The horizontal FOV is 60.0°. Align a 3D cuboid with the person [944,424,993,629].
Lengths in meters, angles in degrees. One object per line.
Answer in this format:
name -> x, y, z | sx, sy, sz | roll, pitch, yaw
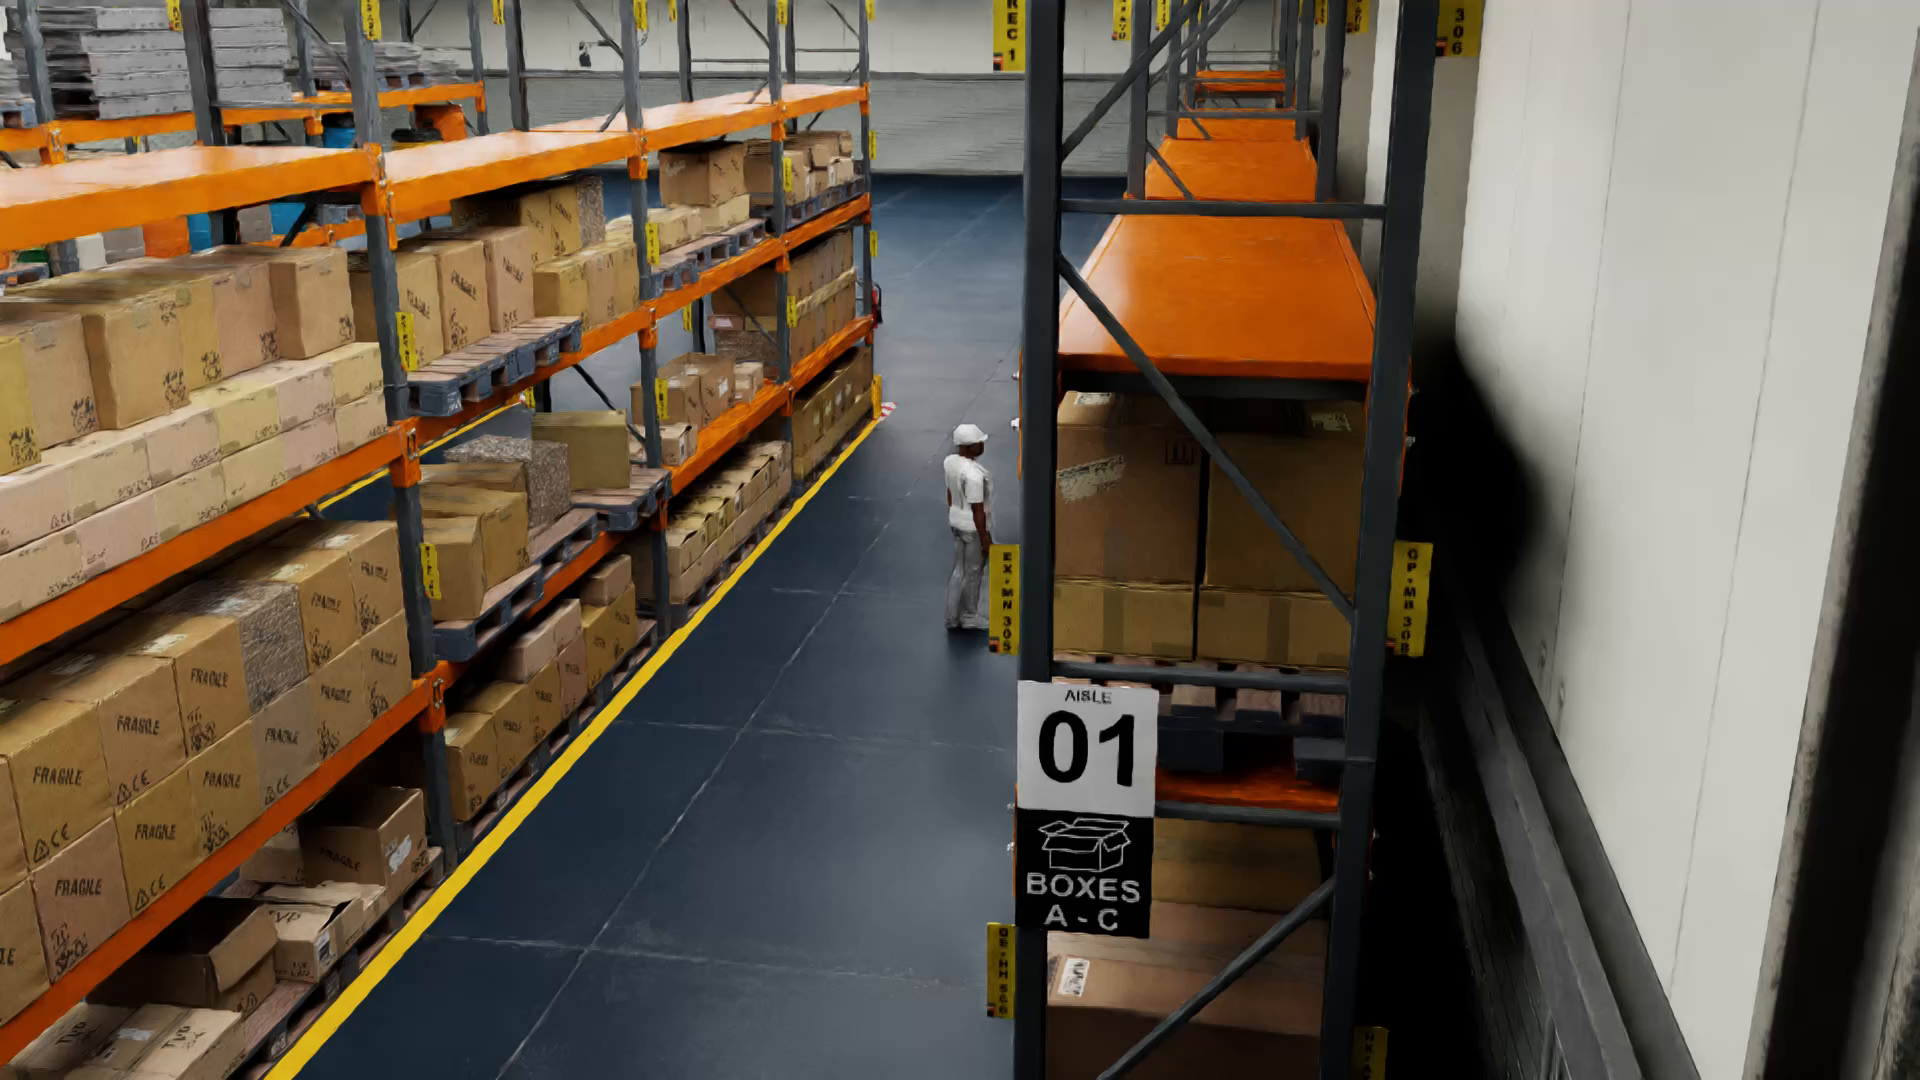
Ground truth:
person -> 0.066, -0.118, 13.834 | 0.431, 1.765, 0.610 | -8, 20, -24
